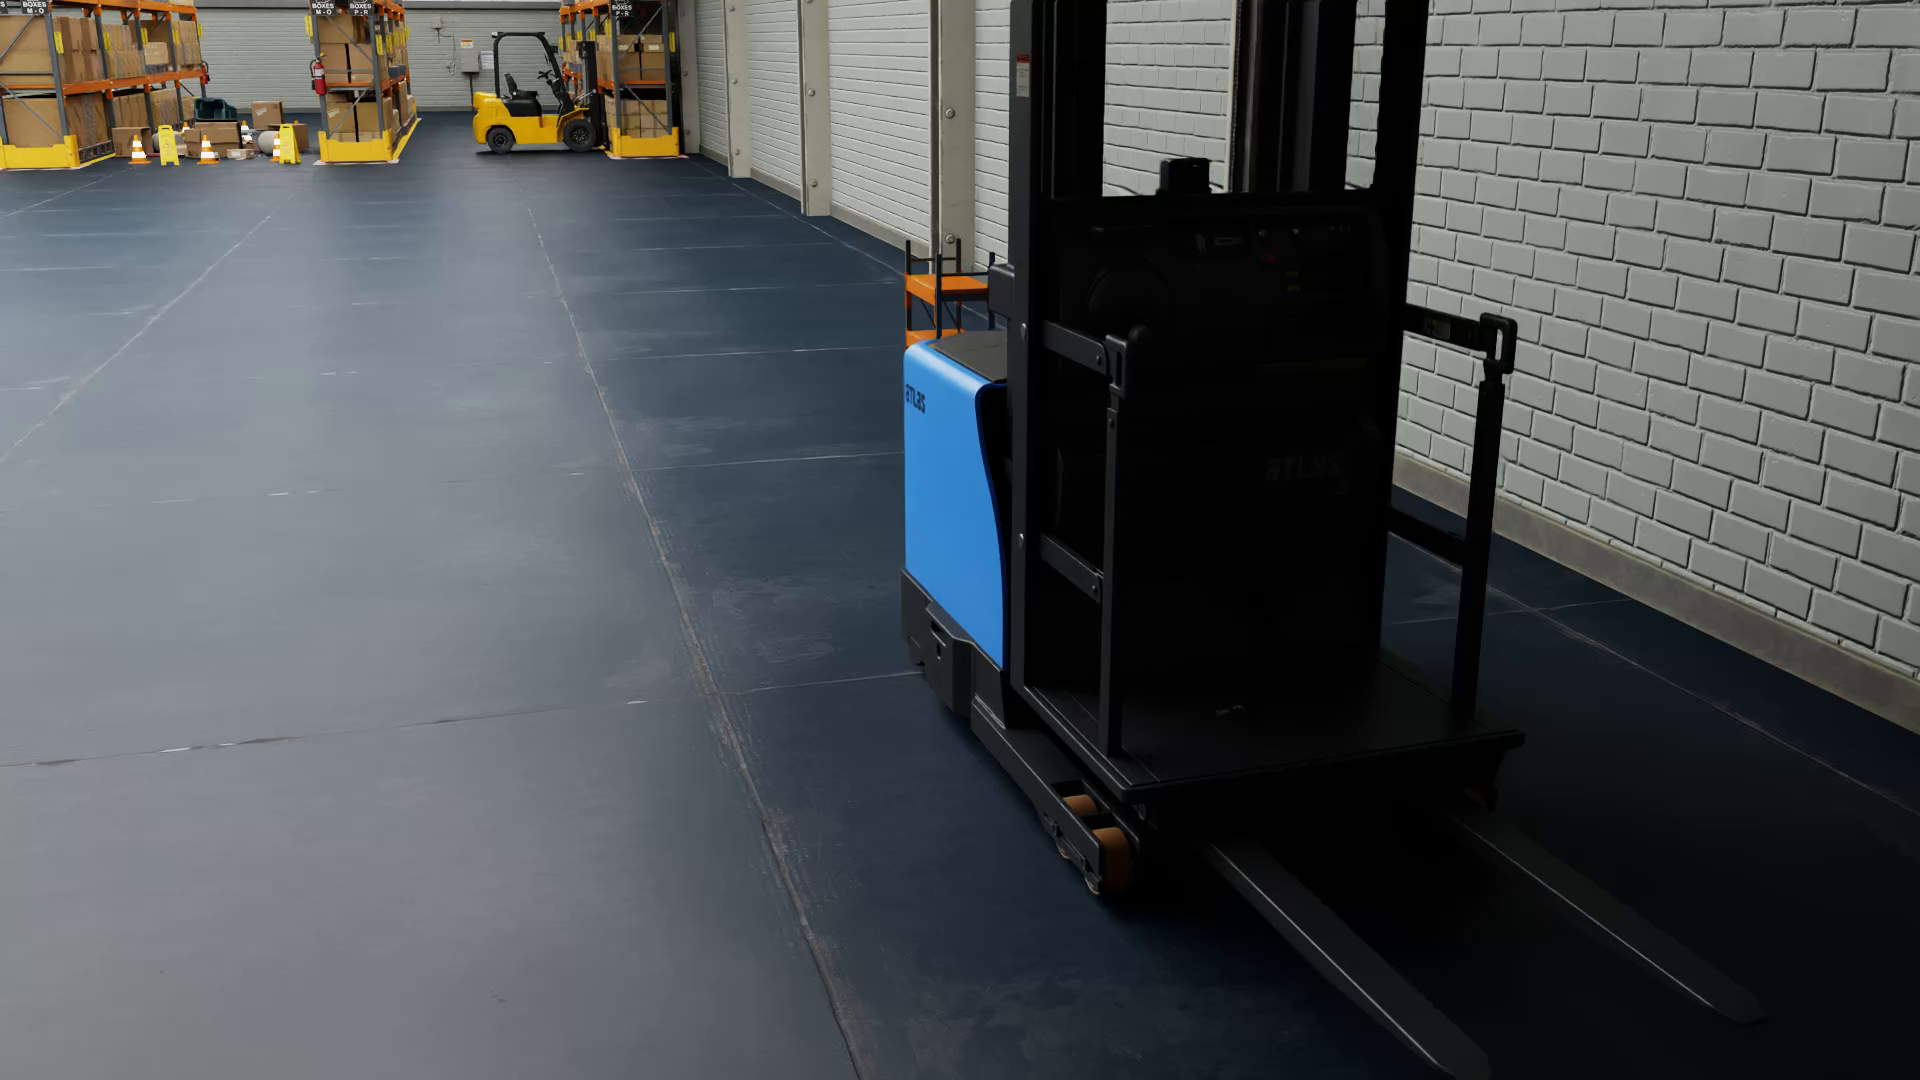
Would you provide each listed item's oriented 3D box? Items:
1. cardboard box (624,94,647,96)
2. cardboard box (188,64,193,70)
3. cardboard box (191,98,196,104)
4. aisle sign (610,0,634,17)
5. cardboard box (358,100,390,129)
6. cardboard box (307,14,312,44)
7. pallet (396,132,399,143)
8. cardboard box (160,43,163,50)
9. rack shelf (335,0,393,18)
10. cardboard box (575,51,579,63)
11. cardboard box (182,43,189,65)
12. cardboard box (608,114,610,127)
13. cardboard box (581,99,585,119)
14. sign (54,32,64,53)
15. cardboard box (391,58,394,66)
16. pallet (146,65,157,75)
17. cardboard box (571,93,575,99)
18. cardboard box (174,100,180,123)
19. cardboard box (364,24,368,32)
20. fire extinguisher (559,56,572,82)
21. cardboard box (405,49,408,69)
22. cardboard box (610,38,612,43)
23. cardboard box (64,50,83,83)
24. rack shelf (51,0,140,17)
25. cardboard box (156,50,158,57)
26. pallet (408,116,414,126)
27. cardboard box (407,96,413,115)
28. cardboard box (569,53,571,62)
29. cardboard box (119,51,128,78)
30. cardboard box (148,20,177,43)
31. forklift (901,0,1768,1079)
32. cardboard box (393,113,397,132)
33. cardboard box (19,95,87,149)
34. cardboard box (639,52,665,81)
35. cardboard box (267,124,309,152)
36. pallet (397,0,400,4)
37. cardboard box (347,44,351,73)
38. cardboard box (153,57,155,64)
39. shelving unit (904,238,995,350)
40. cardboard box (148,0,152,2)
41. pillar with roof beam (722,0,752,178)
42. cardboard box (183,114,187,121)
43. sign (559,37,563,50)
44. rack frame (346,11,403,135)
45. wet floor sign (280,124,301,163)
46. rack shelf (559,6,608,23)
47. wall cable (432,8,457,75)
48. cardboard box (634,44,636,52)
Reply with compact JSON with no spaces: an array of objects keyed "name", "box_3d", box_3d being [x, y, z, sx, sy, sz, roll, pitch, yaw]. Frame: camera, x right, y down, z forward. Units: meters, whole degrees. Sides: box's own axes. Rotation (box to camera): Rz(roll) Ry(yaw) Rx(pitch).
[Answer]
[{"name":"cardboard box","box_3d":[-6.468,-8.760,33.213,0.500,0.250,0.500,-4,17,-14]},{"name":"cardboard box","box_3d":[-18.976,-11.552,40.633,0.380,0.149,0.250,-6,18,-18]},{"name":"cardboard box","box_3d":[-18.856,-10.736,40.672,0.380,0.149,0.250,-4,17,-13]},{"name":"aisle sign","box_3d":[-5.954,-9.615,29.229,0.394,0.787,0.004,-5,17,-15]},{"name":"cardboard box","box_3d":[-10.572,-7.657,29.975,0.500,0.500,0.500,-5,18,-17]},{"name":"cardboard box","box_3d":[-11.182,-9.085,29.553,0.700,0.500,0.500,-5,17,-16]},{"name":"pallet","box_3d":[-11.776,-8.004,33.232,1.003,0.211,1.213,-5,17,-15]},{"name":"cardboard box","box_3d":[-18.049,-11.042,37.171,0.380,0.149,0.250,-5,18,-17]},{"name":"rack shelf","box_3d":[-12.110,-10.770,33.628,1.077,0.370,4.000,-5,17,-15]},{"name":"cardboard box","box_3d":[-8.489,-11.020,37.955,0.500,0.250,0.500,-6,18,-18]},{"name":"cardboard box","box_3d":[-18.631,-11.544,39.477,0.500,0.500,0.500,-5,17,-16]},{"name":"cardboard box","box_3d":[-6.251,-7.785,30.834,0.500,0.250,0.500,-5,17,-16]},{"name":"cardboard box","box_3d":[-8.645,-10.154,39.157,0.500,0.500,0.500,-5,18,-17]},{"name":"sign","box_3d":[-14.657,-8.093,27.039,0.100,0.325,0.005,-5,17,-15]},{"name":"cardboard box","box_3d":[-11.740,-9.746,33.889,0.380,0.149,0.250,-4,17,-13]},{"name":"pallet","box_3d":[-17.690,-9.908,35.057,1.213,0.211,1.003,-5,17,-15]},{"name":"cardboard box","box_3d":[-9.527,-11.138,42.432,0.700,0.500,0.500,-5,18,-17]},{"name":"cardboard box","box_3d":[-18.045,-9.737,37.769,0.500,0.500,0.500,-5,17,-16]},{"name":"cardboard box","box_3d":[-11.747,-10.277,33.402,0.380,0.149,0.250,-4,17,-12]},{"name":"fire extinguisher","box_3d":[-10.571,-12.626,44.552,0.296,0.674,0.183,-5,17,-15]},{"name":"cardboard box","box_3d":[-14.042,-11.956,41.366,0.500,0.500,0.500,-4,17,-14]},{"name":"cardboard box","box_3d":[-6.186,-9.131,30.317,0.380,0.149,0.250,-4,17,-14]},{"name":"cardboard box","box_3d":[-15.544,-8.085,28.392,0.875,0.550,0.550,-5,17,-15]},{"name":"rack shelf","box_3d":[-16.842,-10.350,32.232,1.077,0.370,4.000,-5,17,-15]},{"name":"cardboard box","box_3d":[-17.826,-10.682,36.490,0.380,0.149,0.250,-5,17,-15]},{"name":"pallet","box_3d":[-13.893,-10.218,40.603,1.003,0.211,1.213,-5,17,-15]},{"name":"cardboard box","box_3d":[-14.321,-10.991,42.050,0.875,0.438,0.875,-4,17,-14]},{"name":"cardboard box","box_3d":[-9.514,-12.060,41.632,0.500,0.250,0.500,-5,17,-15]},{"name":"cardboard box","box_3d":[-16.452,-9.198,32.185,0.500,0.500,0.500,-5,17,-16]},{"name":"cardboard box","box_3d":[-18.380,-11.731,38.363,0.500,0.500,0.500,-4,17,-14]},{"name":"forklift","box_3d":[0.746,-0.665,4.073,1.130,2.935,3.031,-5,18,-17]},{"name":"cardboard box","box_3d":[-11.908,-8.410,33.575,0.950,0.372,0.625,-4,17,-12]},{"name":"cardboard box","box_3d":[-15.686,-7.208,28.697,0.875,0.875,0.875,-5,17,-16]},{"name":"cardboard box","box_3d":[-5.559,-8.618,30.255,0.500,0.500,0.500,-4,17,-13]},{"name":"cardboard box","box_3d":[-12.574,-7.524,31.128,0.500,0.500,0.500,7,18,23]},{"name":"pallet","box_3d":[-13.974,-12.958,39.818,1.003,0.211,1.213,-5,17,-15]},{"name":"cardboard box","box_3d":[-11.008,-8.476,29.263,0.500,0.500,0.500,-5,17,-15]},{"name":"cardboard box","box_3d":[-17.686,-10.399,36.063,0.380,0.149,0.250,-4,17,-15]},{"name":"shelving unit","box_3d":[-0.046,-0.620,6.932,0.258,1.200,0.503,-5,17,-15]},{"name":"cardboard box","box_3d":[-17.579,-11.751,35.469,0.500,0.500,0.500,-5,17,-15]},{"name":"pillar with roof beam","box_3d":[-7.505,-9.548,23.097,9.100,9.000,0.400,-5,17,-15]},{"name":"cardboard box","box_3d":[-18.282,-9.880,38.854,0.380,0.149,0.250,-5,18,-18]},{"name":"sign","box_3d":[-10.608,-13.209,44.206,0.100,0.325,0.005,-5,17,-15]},{"name":"rack frame","box_3d":[-12.660,-10.231,35.797,1.000,3.000,0.127,-5,17,-15]},{"name":"wet floor sign","box_3d":[-11.438,-6.753,28.313,0.267,0.644,0.232,1,17,4]},{"name":"rack shelf","box_3d":[-9.537,-13.376,42.304,1.077,0.370,4.000,-5,17,-15]},{"name":"wall cable","box_3d":[-15.070,-14.603,48.588,0.588,1.984,0.122,-5,17,-15]},{"name":"cardboard box","box_3d":[-6.029,-9.382,31.669,0.380,0.149,0.250,-5,18,-17]}]
